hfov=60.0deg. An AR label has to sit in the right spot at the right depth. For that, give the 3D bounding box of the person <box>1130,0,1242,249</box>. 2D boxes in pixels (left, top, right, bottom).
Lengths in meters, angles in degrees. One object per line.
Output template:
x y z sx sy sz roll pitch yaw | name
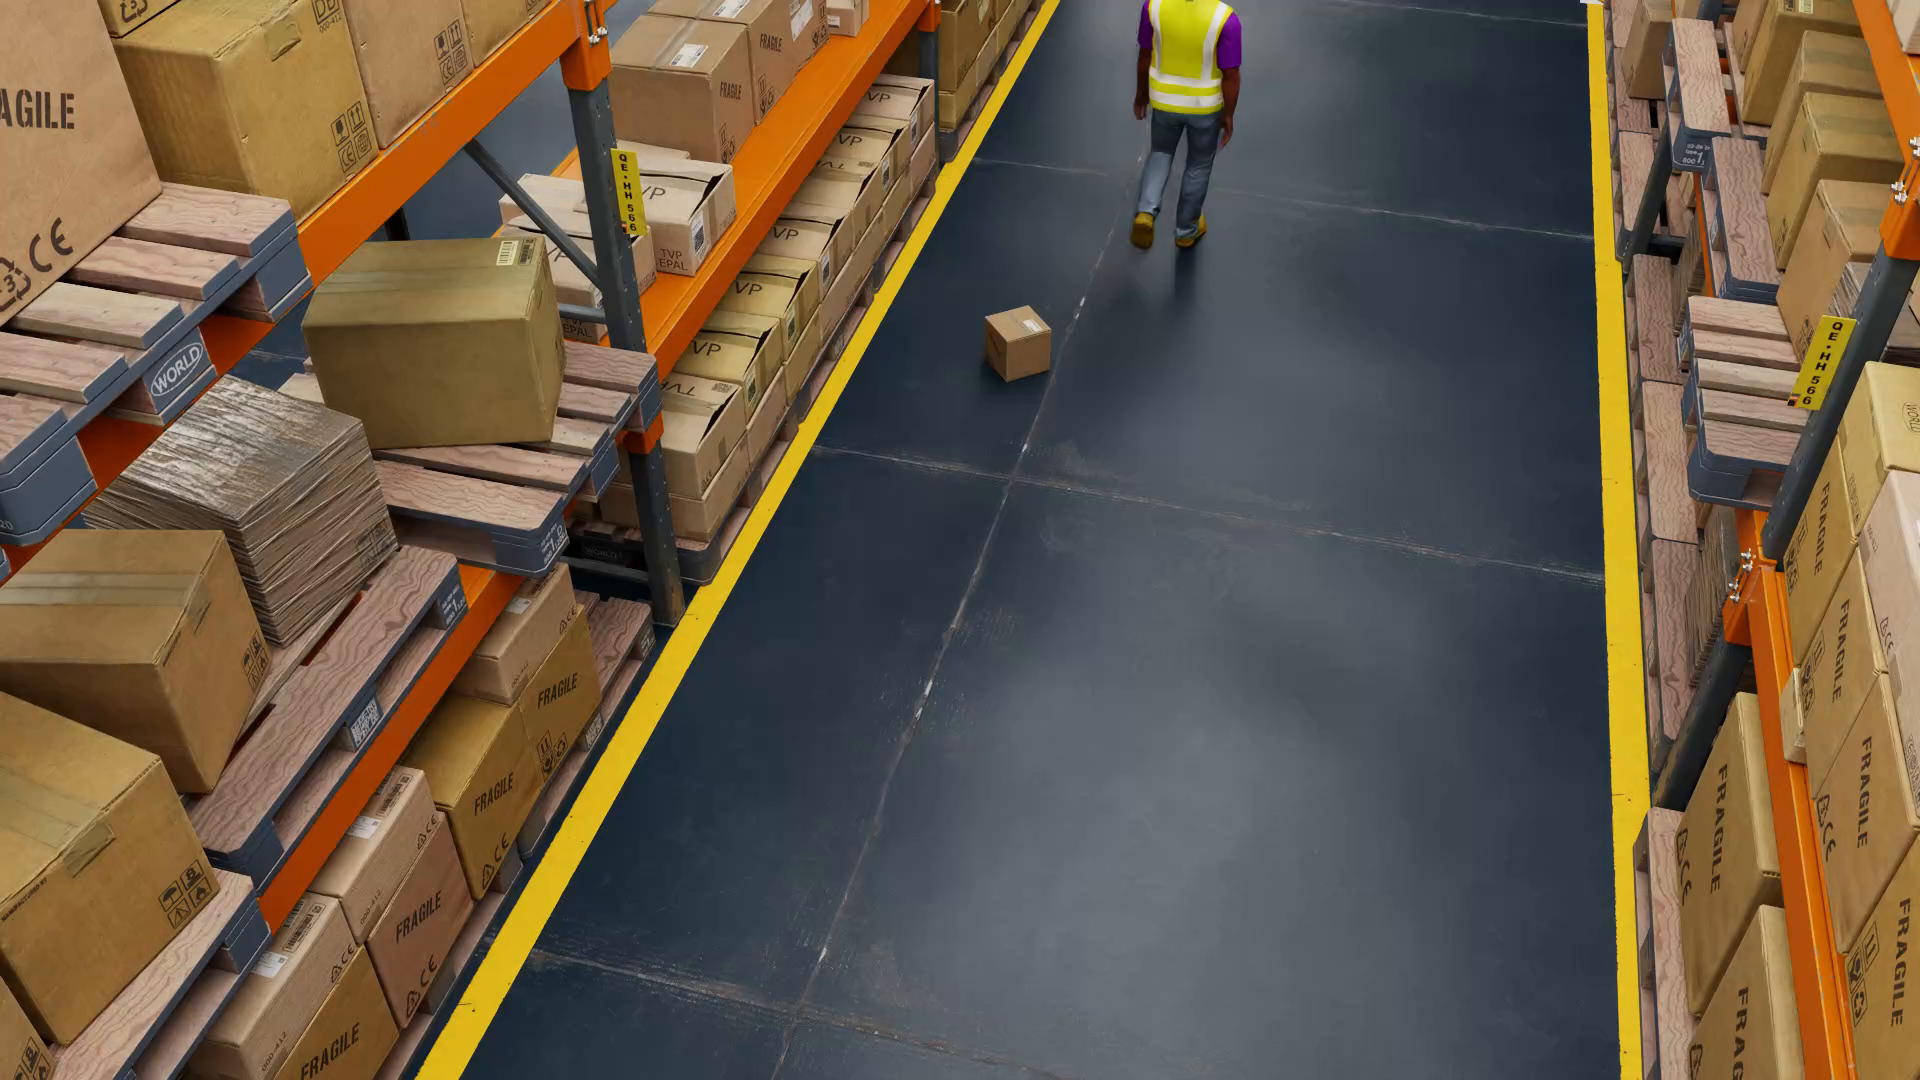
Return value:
1.183 -2.309 8.784 0.586 1.753 0.647 16 43 17 | person
